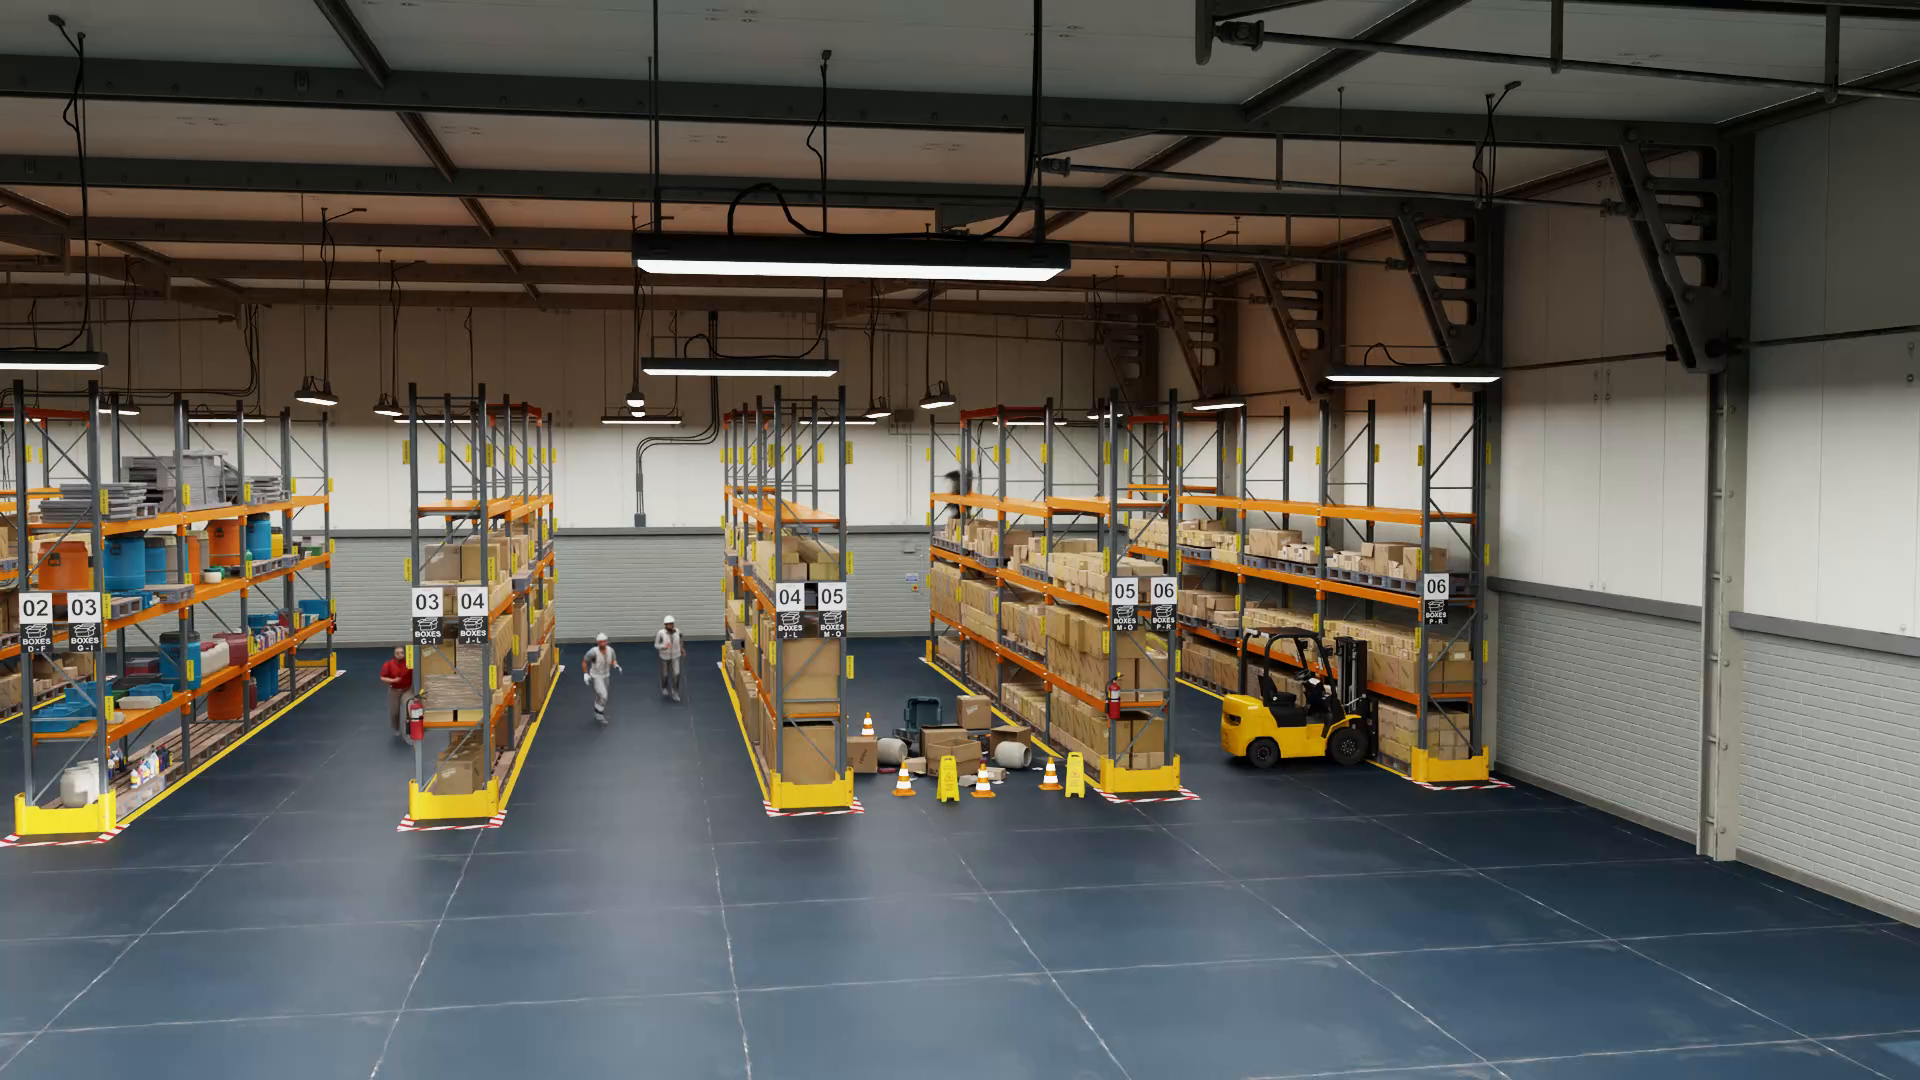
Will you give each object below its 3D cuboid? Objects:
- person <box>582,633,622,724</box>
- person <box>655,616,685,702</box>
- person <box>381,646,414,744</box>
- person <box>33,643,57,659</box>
[{"bbox_3d":[-6.681,2.595,31.126,0.834,1.739,0.668,2,3,33],"label":"person"},{"bbox_3d":[-5.947,2.407,34.059,0.652,1.748,0.976,-1,3,-18],"label":"person"},{"bbox_3d":[-9.785,2.694,29.094,0.667,1.713,0.986,-1,3,-22],"label":"person"},{"bbox_3d":[-21.059,2.247,38.106,0.855,1.679,0.577,0,3,9],"label":"person"}]
